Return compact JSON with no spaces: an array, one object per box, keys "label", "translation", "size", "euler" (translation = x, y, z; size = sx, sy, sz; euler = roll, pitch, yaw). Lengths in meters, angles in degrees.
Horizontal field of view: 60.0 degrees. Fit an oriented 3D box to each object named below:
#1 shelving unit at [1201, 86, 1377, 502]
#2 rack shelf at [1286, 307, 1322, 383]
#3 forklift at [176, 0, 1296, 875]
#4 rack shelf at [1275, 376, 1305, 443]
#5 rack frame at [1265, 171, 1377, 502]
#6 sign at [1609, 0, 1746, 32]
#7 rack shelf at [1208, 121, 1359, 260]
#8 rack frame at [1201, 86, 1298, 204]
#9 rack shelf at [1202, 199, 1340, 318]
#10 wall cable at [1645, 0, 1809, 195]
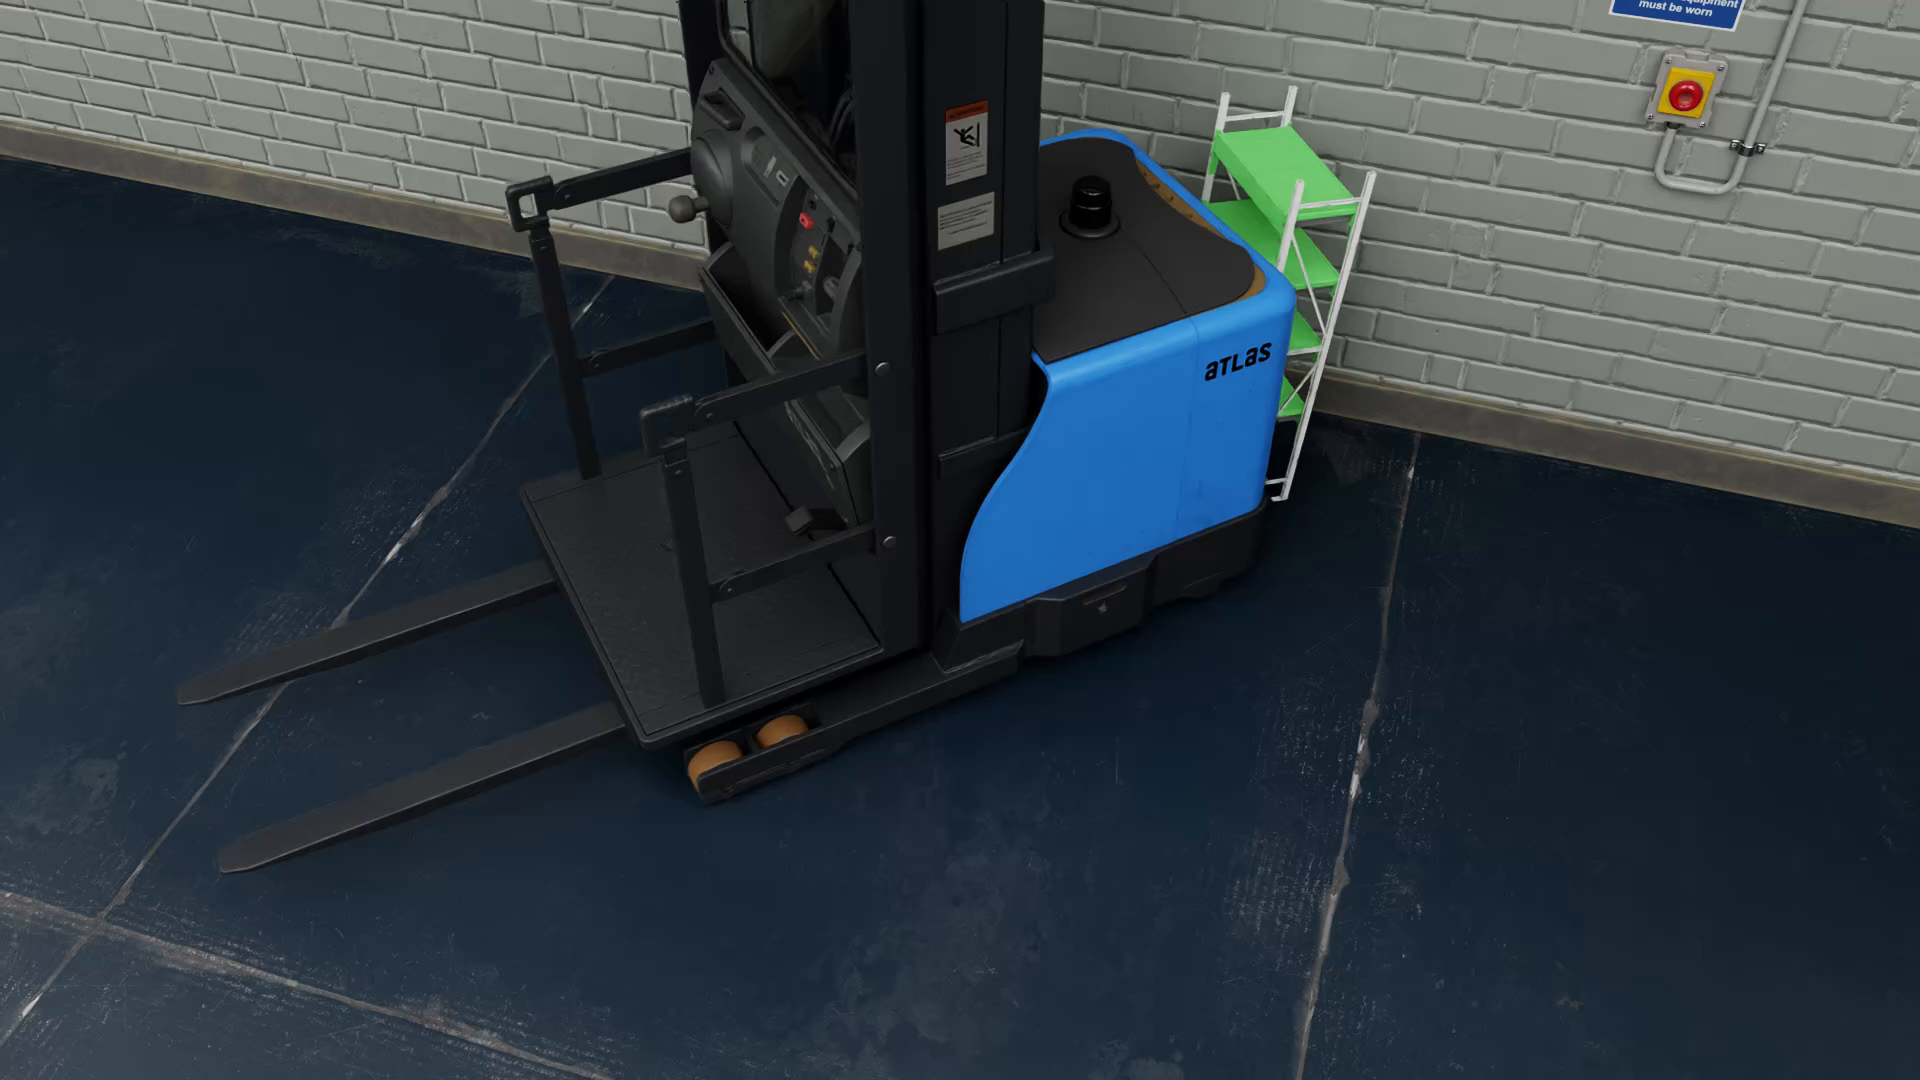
[{"label":"shelving unit","translation":[0.911,-0.717,5.112],"size":[0.258,1.200,0.503],"euler":[-10,45,-16]},{"label":"rack shelf","translation":[0.907,-0.671,5.156],"size":[0.258,0.148,0.480],"euler":[-10,45,-16]},{"label":"forklift","translation":[-0.633,-0.765,3.936],"size":[3.031,2.935,1.130],"euler":[-20,48,-19]},{"label":"rack shelf","translation":[0.890,-0.496,5.320],"size":[0.258,0.148,0.480],"euler":[-10,45,-16]},{"label":"rack frame","translation":[0.986,-0.555,4.946],"size":[0.240,1.200,0.015],"euler":[-10,45,-16]},{"label":"sign","translation":[1.922,-1.475,4.420],"size":[0.327,0.218,0.001],"euler":[13,46,13]},{"label":"rack shelf","translation":[0.940,-1.020,4.829],"size":[0.258,0.148,0.480],"euler":[-10,45,-16]},{"label":"rack frame","translation":[0.837,-0.880,5.278],"size":[0.240,1.200,0.015],"euler":[-10,45,-16]},{"label":"rack shelf","translation":[0.924,-0.845,4.992],"size":[0.258,0.148,0.480],"euler":[-10,45,-16]},{"label":"wall cable","translation":[1.949,-1.702,4.096],"size":[0.585,1.953,0.123],"euler":[13,46,13]}]
